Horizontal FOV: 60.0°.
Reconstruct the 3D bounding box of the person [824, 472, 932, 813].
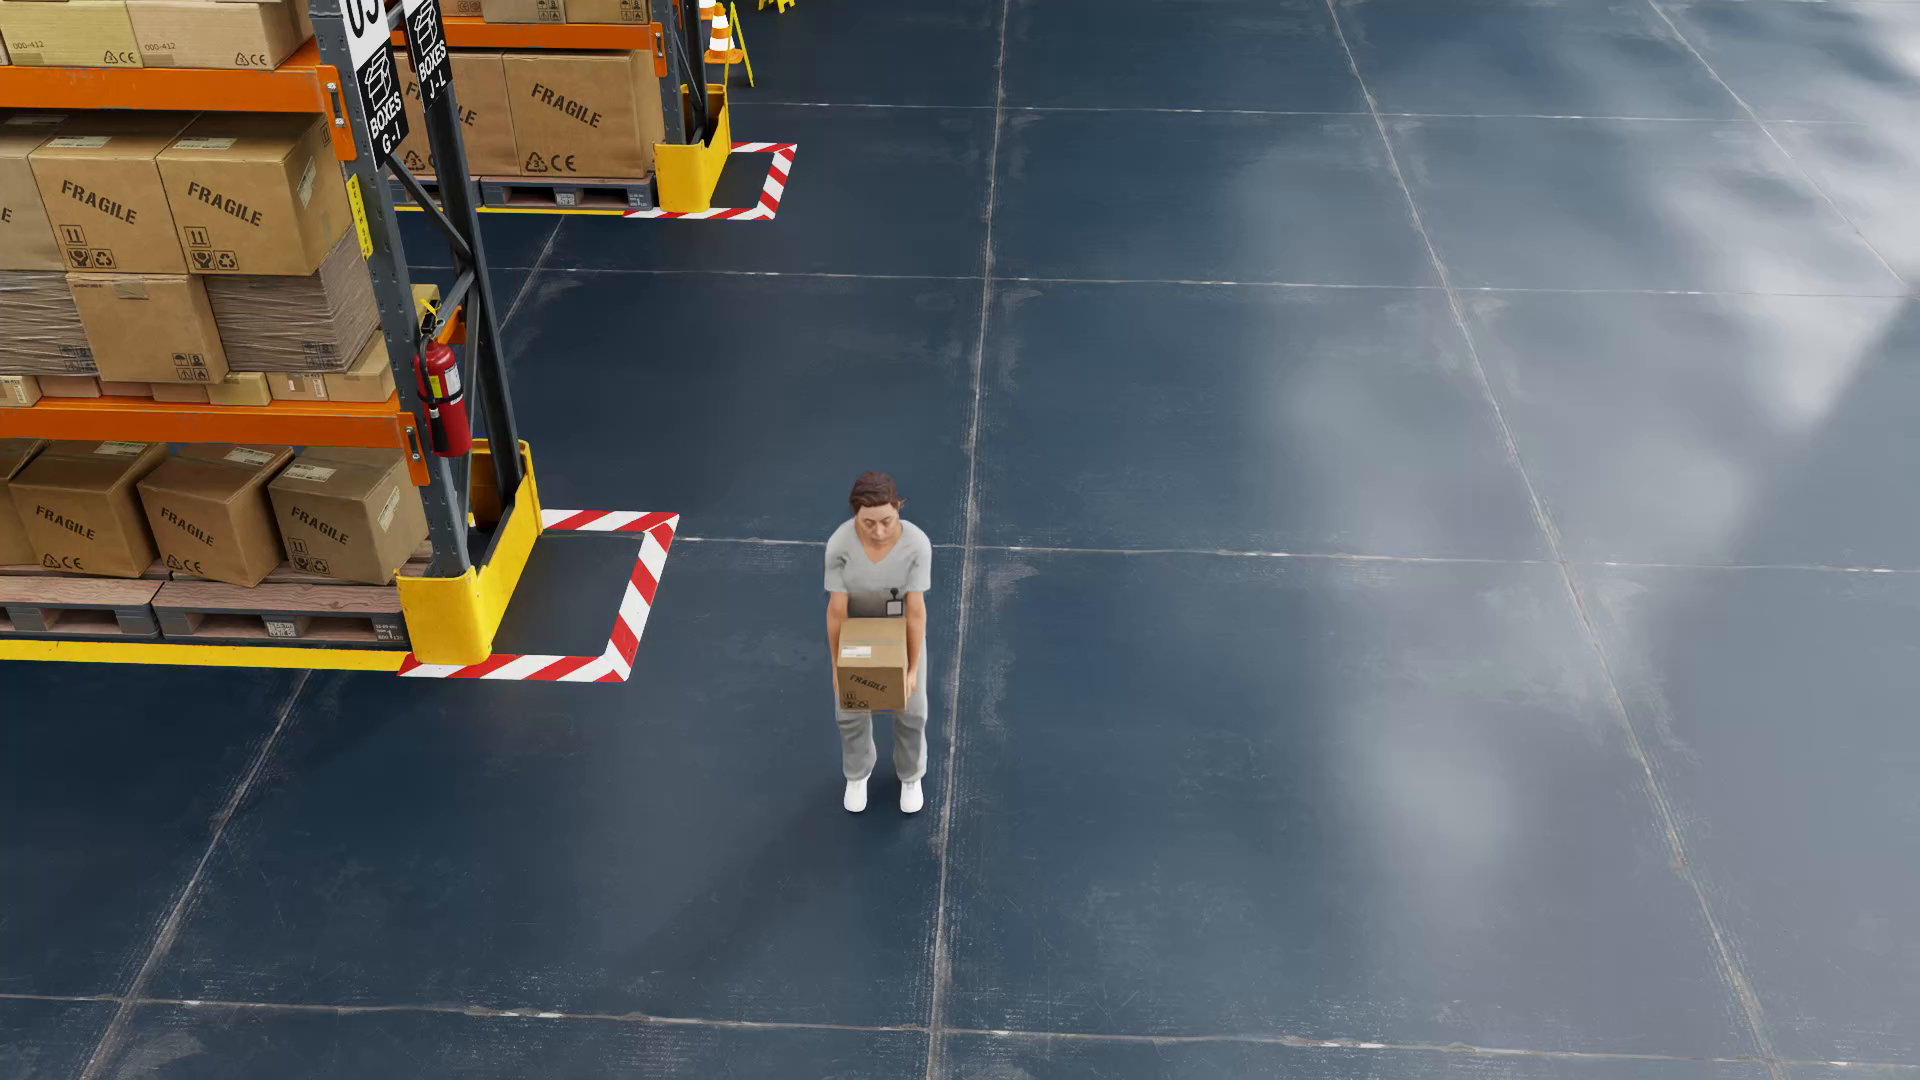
[{"bbox_3d":[-0.313,0.437,6.532,0.411,1.656,0.519,1,36,1],"label":"person"}]
